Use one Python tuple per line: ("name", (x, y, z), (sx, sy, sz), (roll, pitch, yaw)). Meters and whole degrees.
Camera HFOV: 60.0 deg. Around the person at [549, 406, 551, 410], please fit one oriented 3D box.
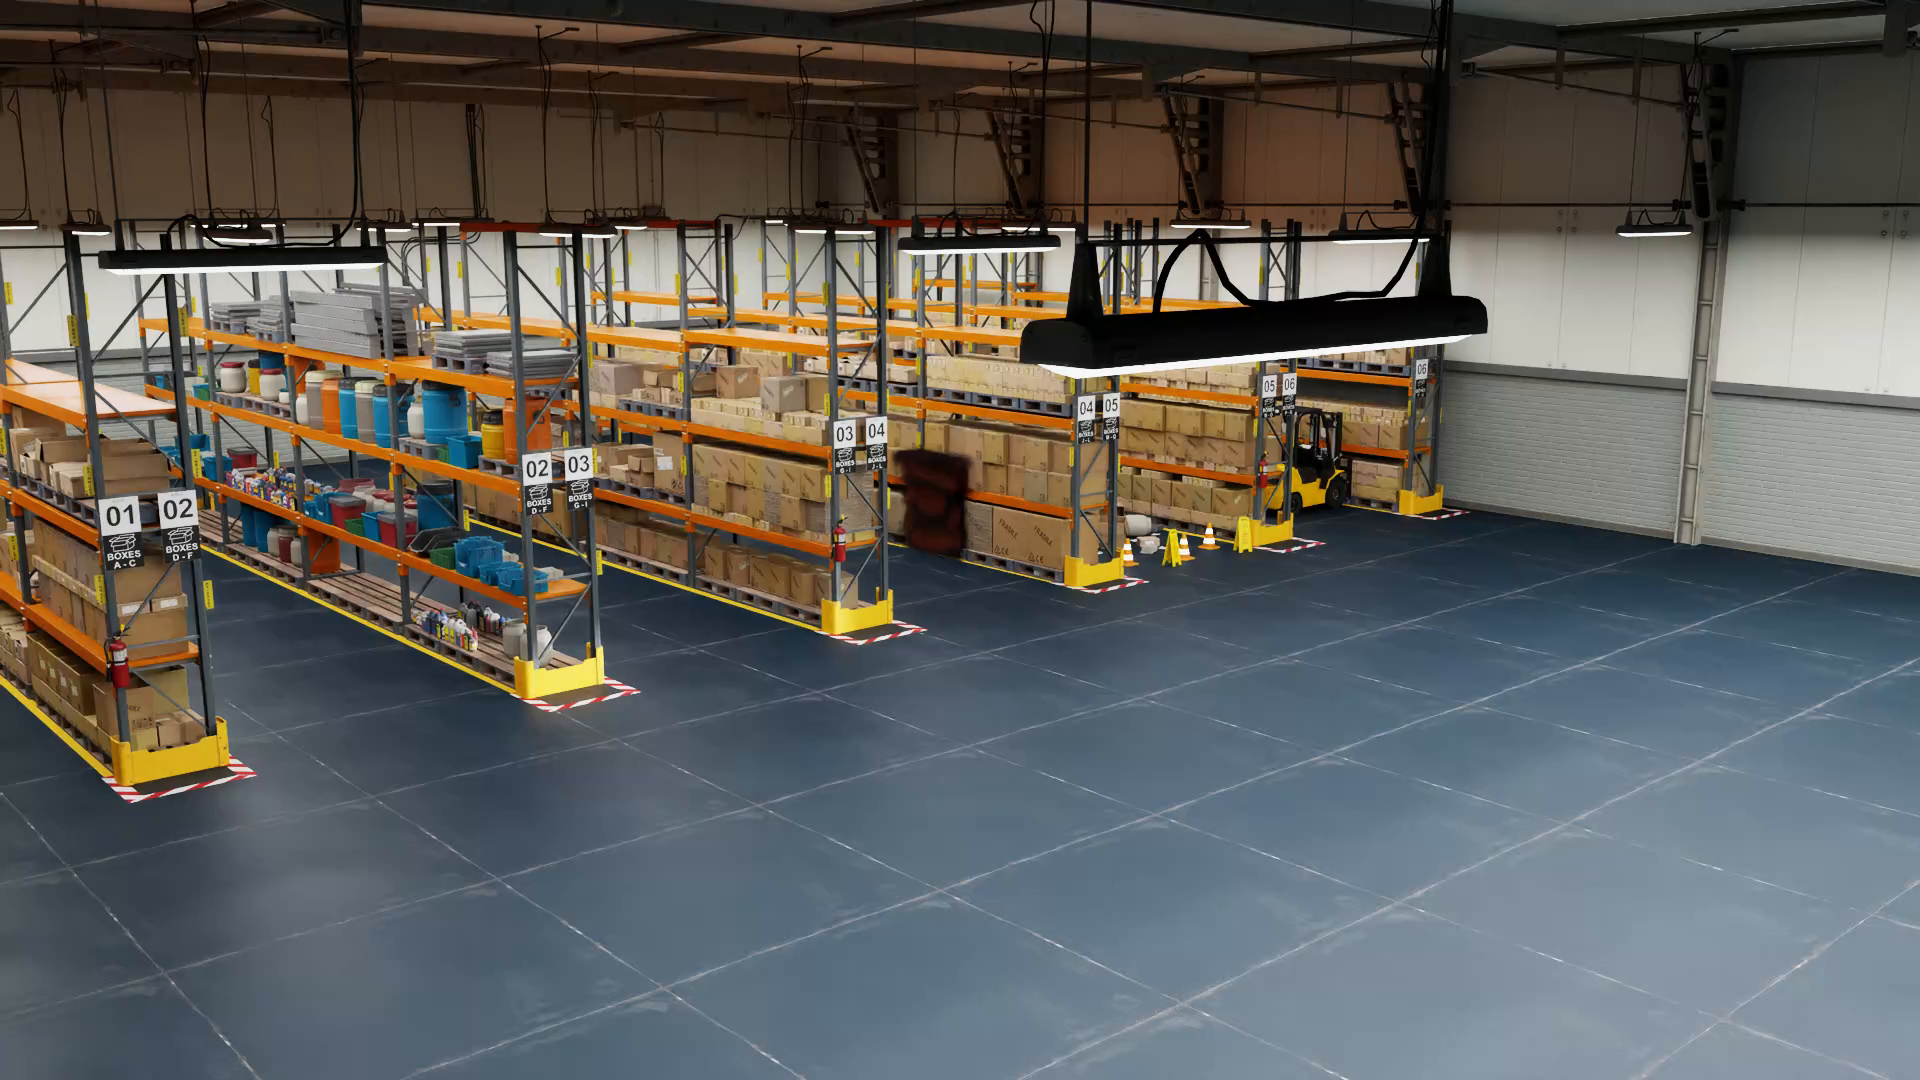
("person", (-9.767, -2.392, 39.225), (0.630, 1.758, 0.621), (0, 11, -2))
